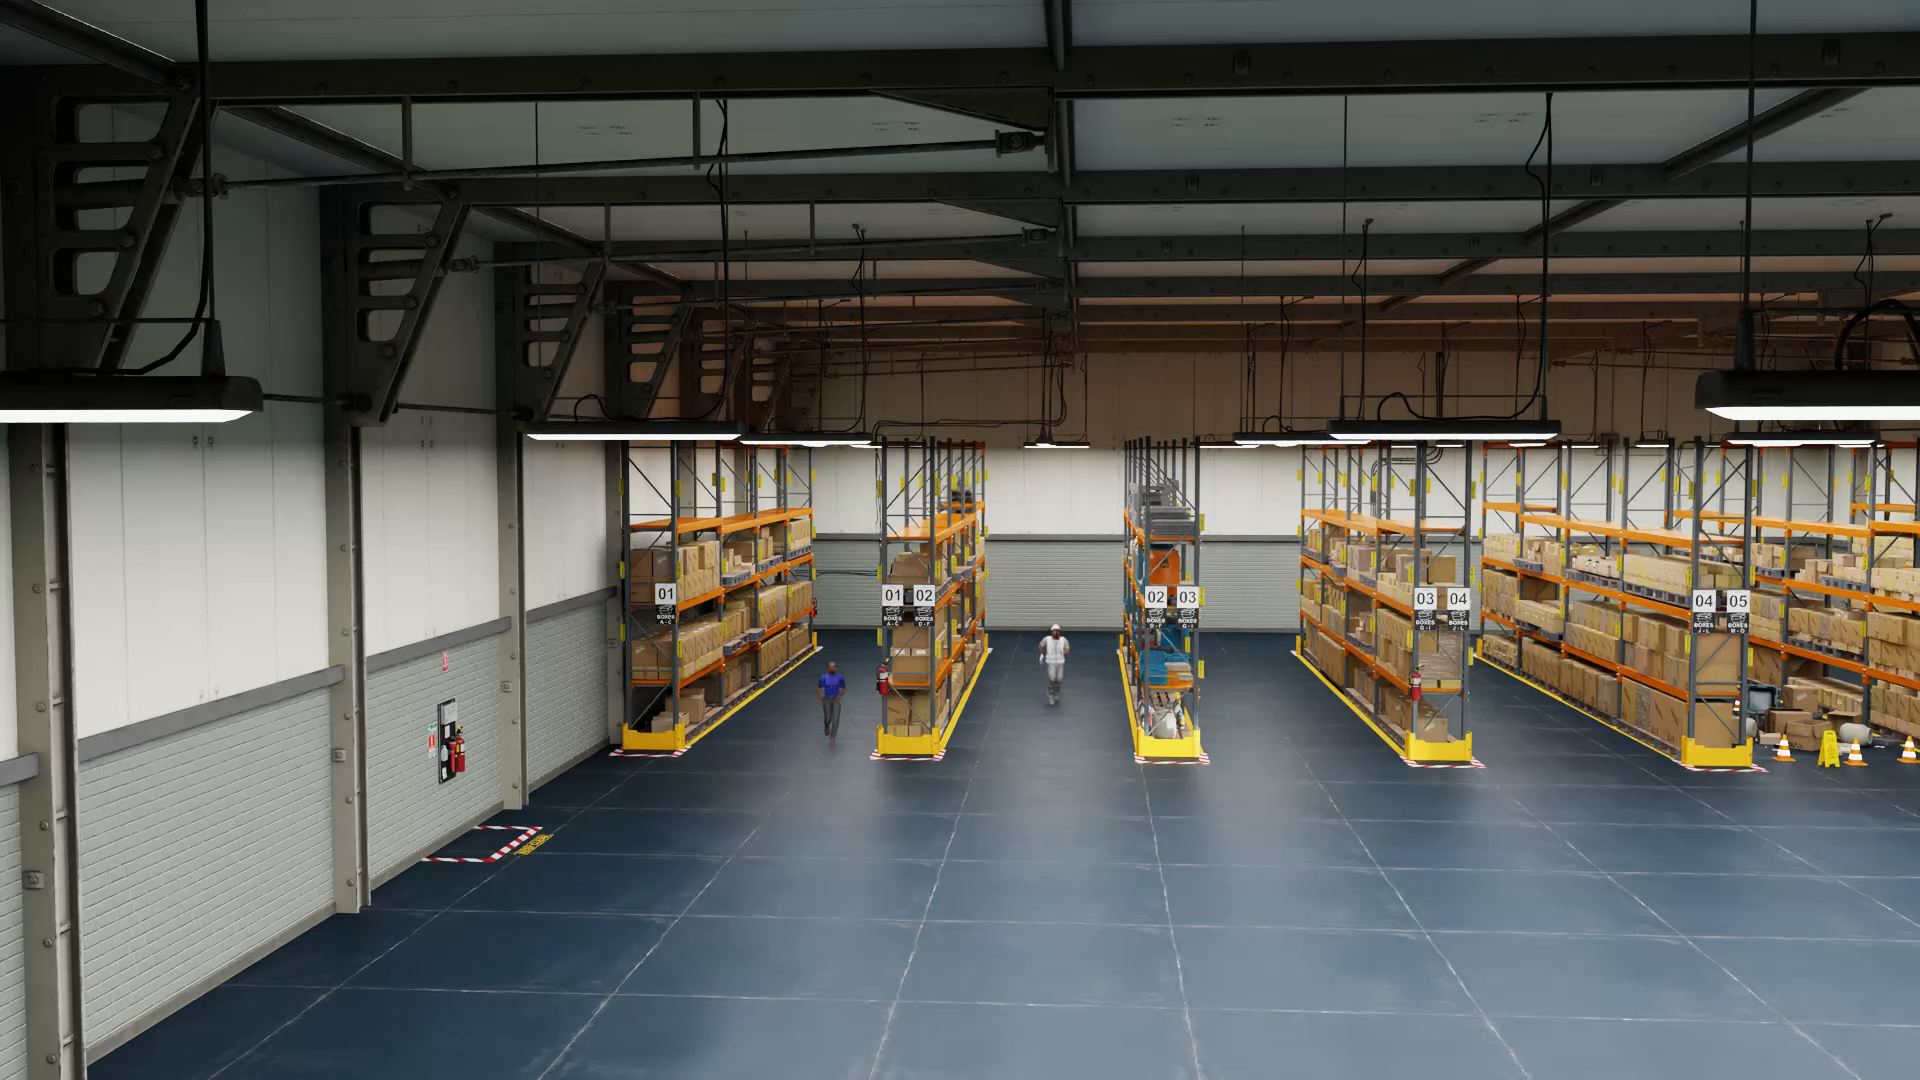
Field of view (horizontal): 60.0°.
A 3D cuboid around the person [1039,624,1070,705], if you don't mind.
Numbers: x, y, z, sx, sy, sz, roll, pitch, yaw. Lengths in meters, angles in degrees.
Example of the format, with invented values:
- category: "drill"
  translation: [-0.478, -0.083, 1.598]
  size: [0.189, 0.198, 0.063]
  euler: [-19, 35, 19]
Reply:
- category: "person"
  translation: [2.153, 2.823, 37.629]
  size: [0.659, 1.825, 0.747]
  euler: [-1, 3, -10]

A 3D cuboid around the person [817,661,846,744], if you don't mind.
- category: "person"
  translation: [-2.509, 3.184, 32.592]
  size: [0.575, 1.615, 0.560]
  euler: [0, 3, -8]

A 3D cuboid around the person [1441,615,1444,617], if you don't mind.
- category: "person"
  translation: [13.195, 2.399, 46.728]
  size: [0.600, 1.740, 0.773]
  euler: [-2, 4, -38]
